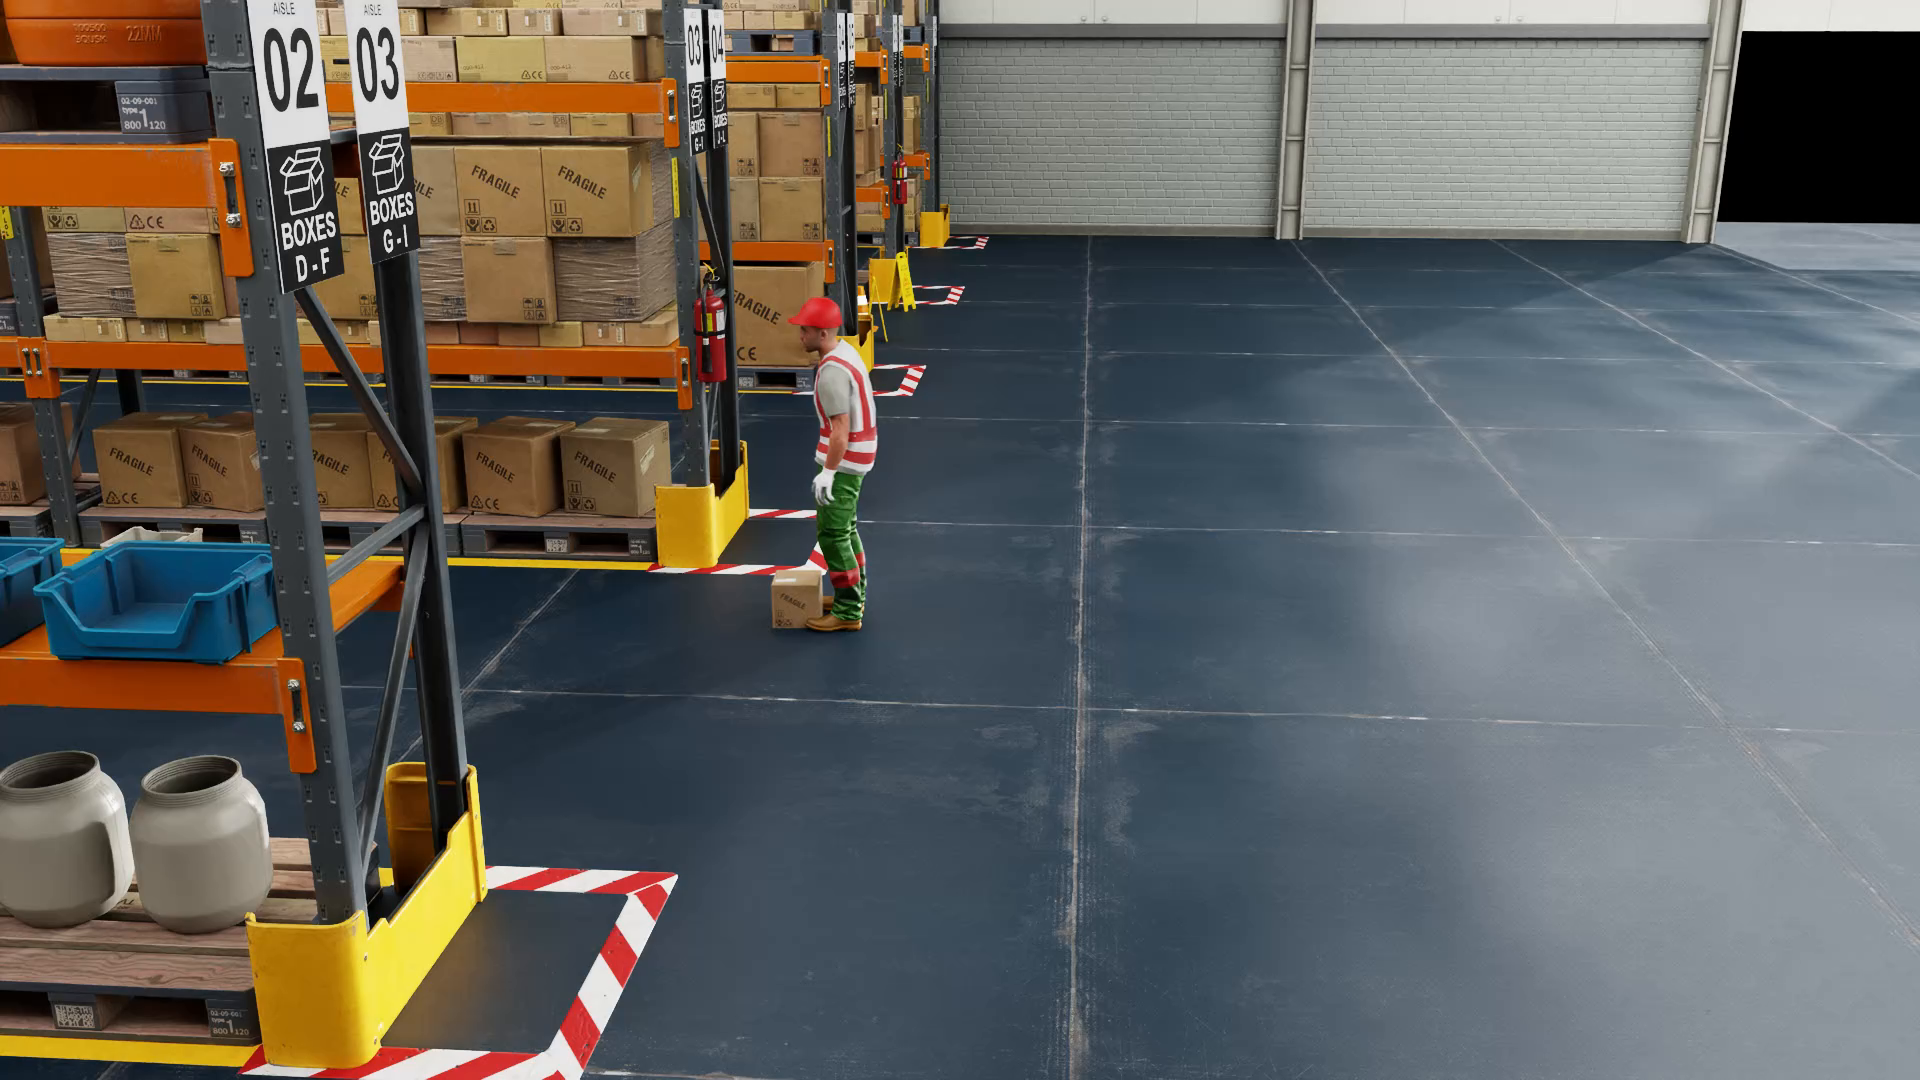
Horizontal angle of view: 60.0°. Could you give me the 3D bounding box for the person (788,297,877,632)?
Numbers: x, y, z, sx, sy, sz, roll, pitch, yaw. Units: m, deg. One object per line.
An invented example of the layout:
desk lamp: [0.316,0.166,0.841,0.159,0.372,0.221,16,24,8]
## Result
person: [-0.662,-0.399,8.801,0.449,1.780,0.623,1,17,2]
